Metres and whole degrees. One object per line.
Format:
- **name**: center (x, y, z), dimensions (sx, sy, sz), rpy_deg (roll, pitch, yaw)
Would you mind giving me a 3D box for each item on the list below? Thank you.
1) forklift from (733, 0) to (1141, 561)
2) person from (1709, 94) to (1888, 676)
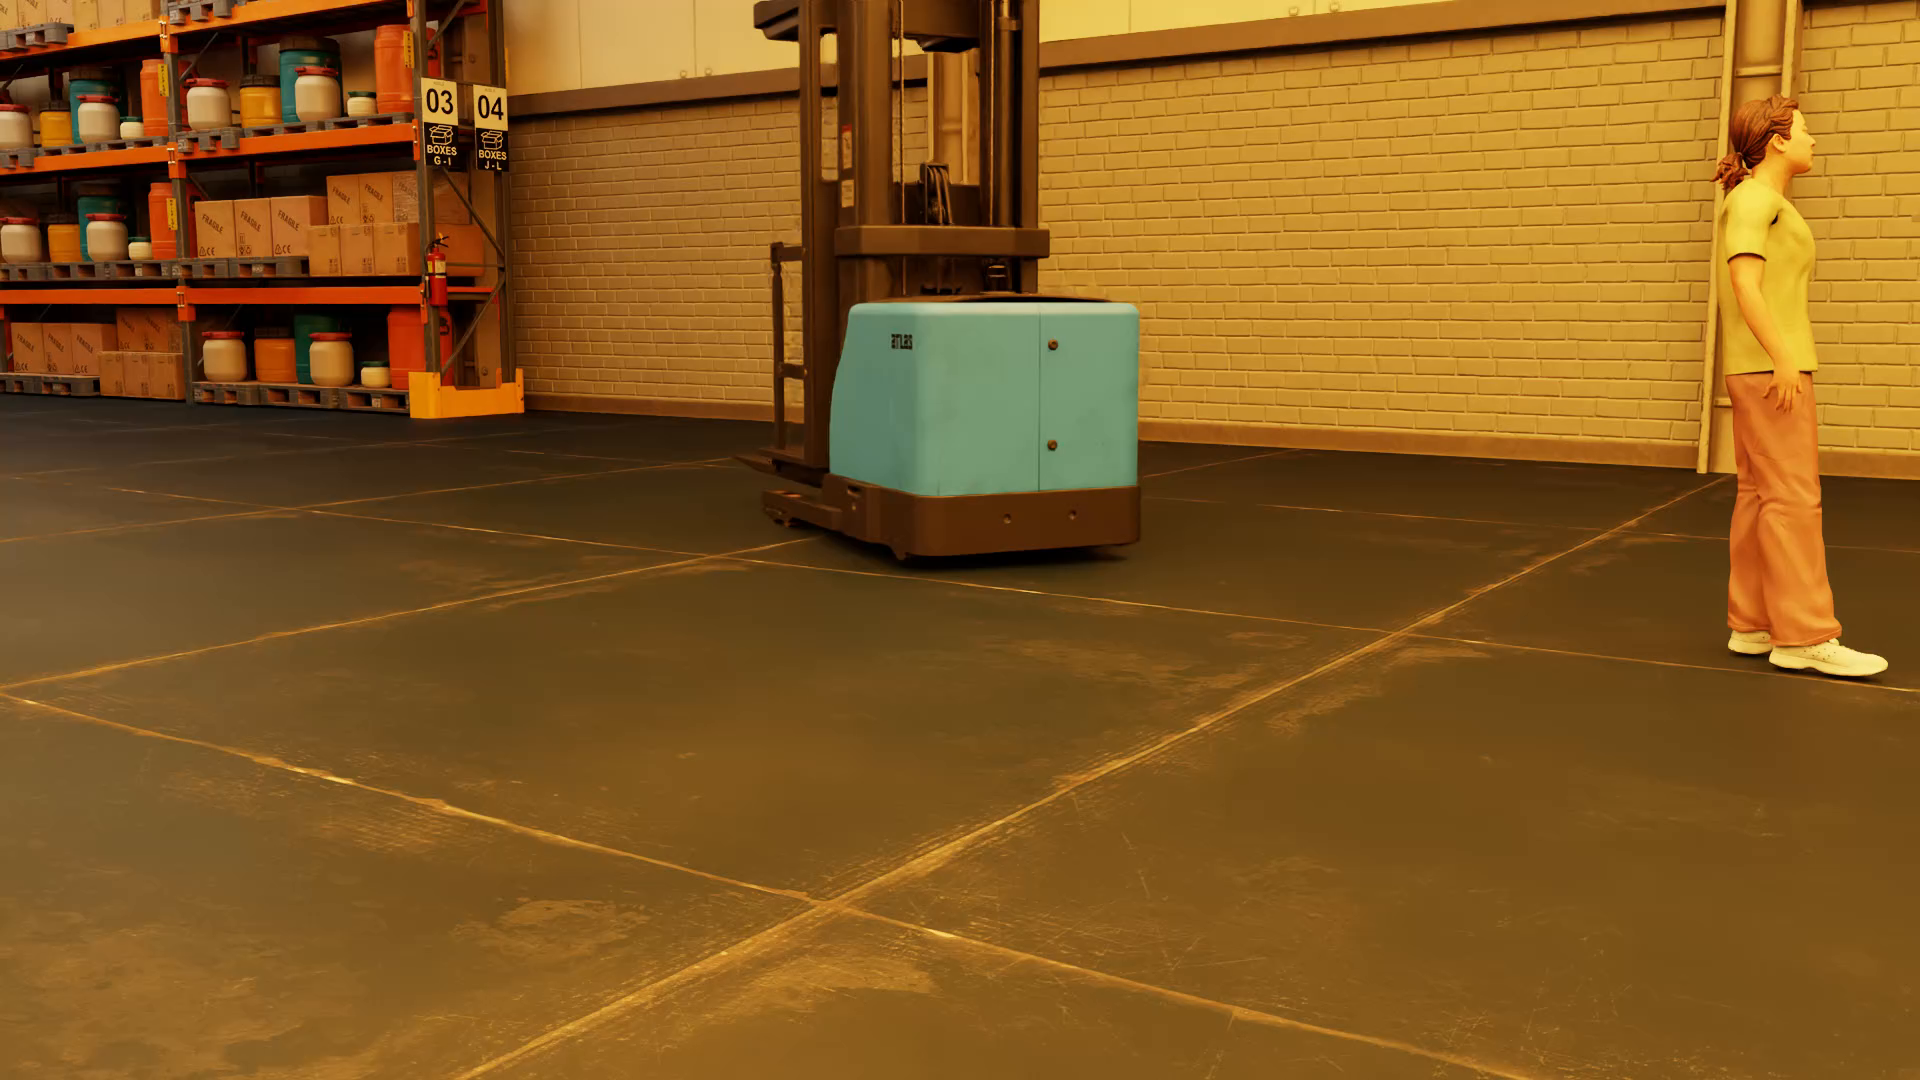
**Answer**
- **forklift**: center (-0.322, -1.533, 7.972), dimensions (1.130, 2.935, 3.031), rpy_deg (-4, 9, -25)
- **person**: center (2.495, -0.478, 4.957), dimensions (0.549, 1.675, 0.553), rpy_deg (4, 9, 24)
